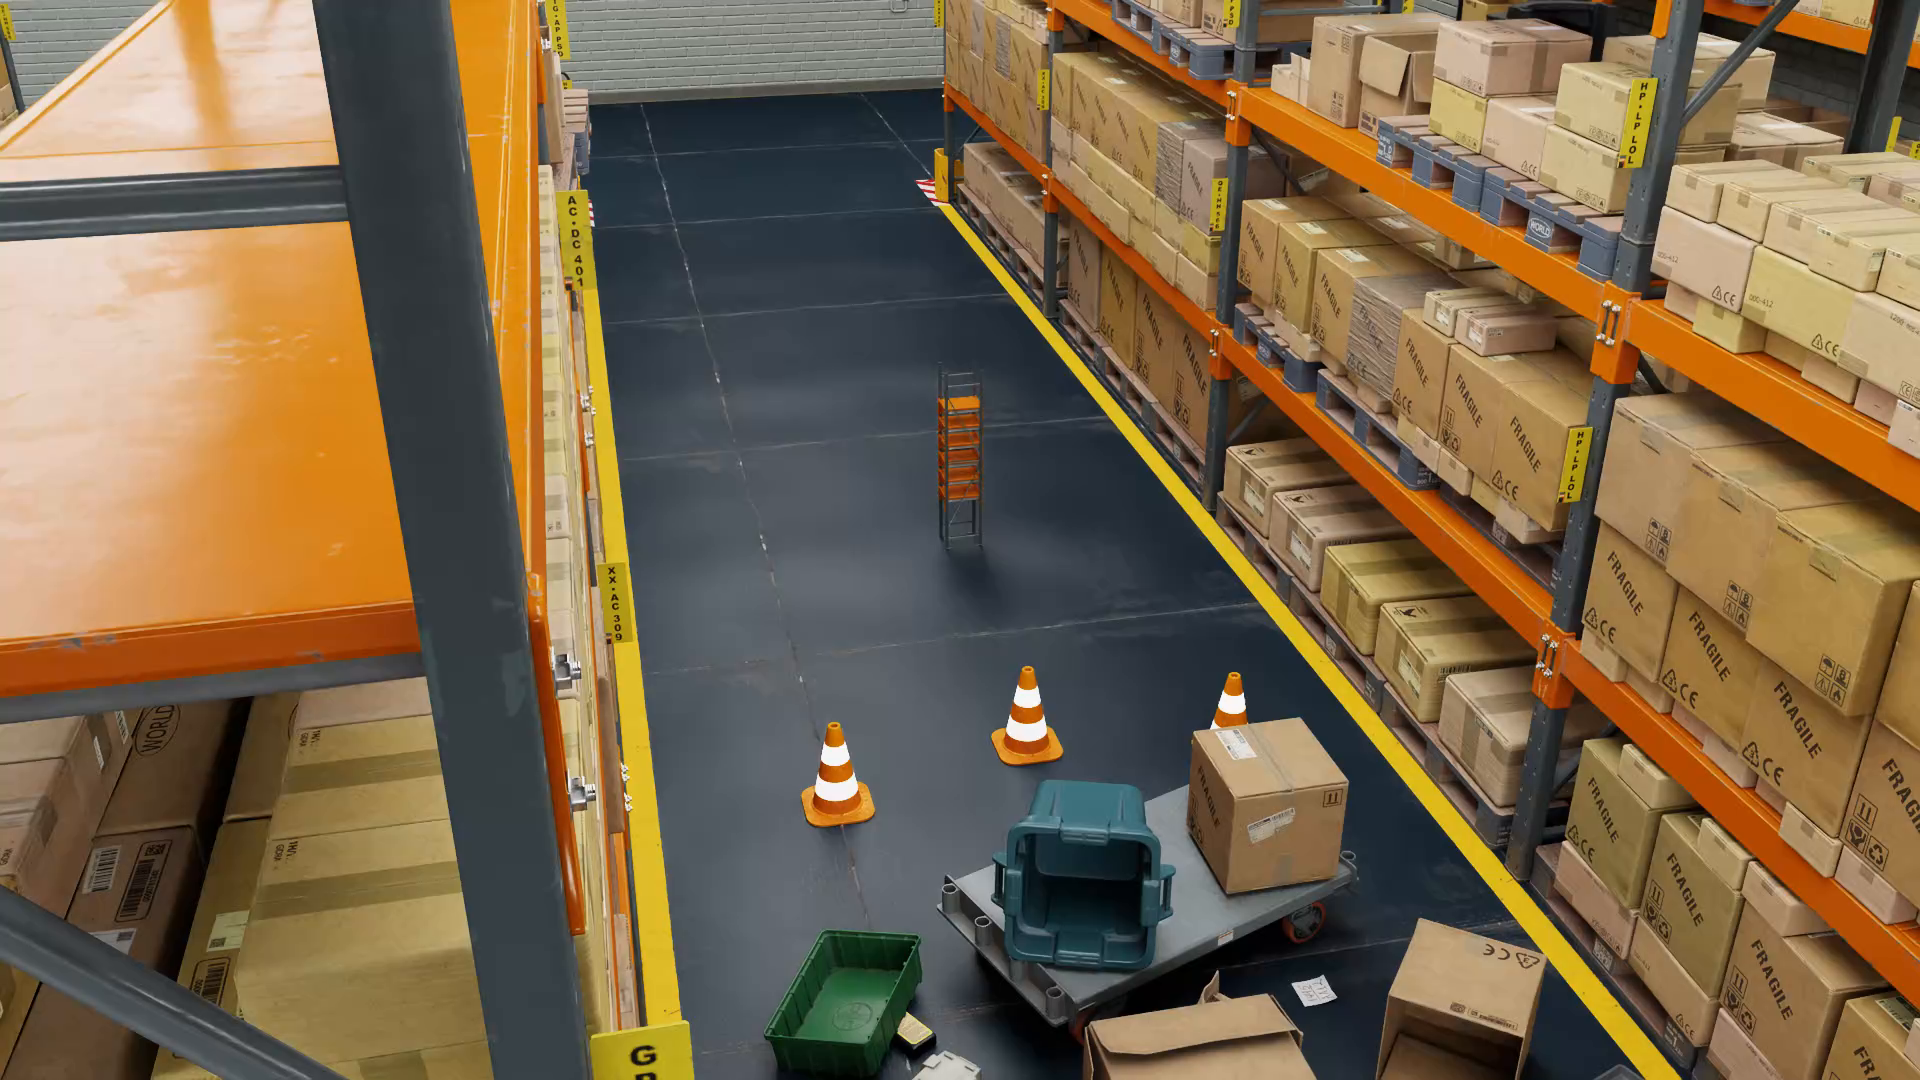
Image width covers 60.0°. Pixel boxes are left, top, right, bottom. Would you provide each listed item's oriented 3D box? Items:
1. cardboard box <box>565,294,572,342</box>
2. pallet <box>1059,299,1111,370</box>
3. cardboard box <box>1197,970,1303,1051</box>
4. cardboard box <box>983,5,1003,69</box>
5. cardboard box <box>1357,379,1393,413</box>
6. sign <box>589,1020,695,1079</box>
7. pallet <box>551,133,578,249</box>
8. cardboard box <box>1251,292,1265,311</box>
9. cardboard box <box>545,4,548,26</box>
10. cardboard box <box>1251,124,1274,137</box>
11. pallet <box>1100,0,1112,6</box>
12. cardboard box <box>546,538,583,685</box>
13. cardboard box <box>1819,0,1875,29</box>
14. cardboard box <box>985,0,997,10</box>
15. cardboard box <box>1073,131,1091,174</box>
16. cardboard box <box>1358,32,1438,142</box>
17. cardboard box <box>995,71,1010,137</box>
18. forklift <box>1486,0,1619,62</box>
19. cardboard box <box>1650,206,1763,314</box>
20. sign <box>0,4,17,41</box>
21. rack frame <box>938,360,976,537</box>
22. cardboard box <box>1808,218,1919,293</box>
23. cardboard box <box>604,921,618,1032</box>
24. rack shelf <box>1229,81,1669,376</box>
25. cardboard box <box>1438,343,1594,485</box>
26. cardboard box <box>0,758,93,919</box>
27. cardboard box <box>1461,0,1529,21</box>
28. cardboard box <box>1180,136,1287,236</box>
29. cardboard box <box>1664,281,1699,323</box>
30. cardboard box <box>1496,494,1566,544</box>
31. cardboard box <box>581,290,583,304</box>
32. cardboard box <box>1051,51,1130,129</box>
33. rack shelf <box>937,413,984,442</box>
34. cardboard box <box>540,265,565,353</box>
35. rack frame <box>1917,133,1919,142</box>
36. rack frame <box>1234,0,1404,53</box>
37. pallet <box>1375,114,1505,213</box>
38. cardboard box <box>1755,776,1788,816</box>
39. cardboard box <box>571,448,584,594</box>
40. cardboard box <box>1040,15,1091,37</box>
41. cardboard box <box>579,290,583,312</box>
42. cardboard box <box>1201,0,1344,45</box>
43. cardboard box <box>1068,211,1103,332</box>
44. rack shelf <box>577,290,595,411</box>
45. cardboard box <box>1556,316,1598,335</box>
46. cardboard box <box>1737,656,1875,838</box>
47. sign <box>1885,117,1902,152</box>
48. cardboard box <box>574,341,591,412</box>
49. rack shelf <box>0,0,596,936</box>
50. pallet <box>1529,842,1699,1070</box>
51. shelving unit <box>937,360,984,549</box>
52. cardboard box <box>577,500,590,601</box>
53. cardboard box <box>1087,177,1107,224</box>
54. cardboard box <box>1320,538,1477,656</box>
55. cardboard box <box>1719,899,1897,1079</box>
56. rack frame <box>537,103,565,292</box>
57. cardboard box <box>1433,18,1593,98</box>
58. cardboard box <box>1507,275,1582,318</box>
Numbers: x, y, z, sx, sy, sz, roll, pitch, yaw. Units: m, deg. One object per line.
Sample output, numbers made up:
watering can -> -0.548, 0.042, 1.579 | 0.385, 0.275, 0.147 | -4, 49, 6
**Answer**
cardboard box -> -1.376, -0.627, 5.036 | 0.380, 0.149, 0.250 | -6, 27, -12
pallet -> 1.475, -1.779, 14.040 | 1.003, 0.211, 1.213 | -6, 27, -12
cardboard box -> 1.123, 1.954, 6.585 | 0.396, 0.266, 0.258 | 19, 32, 32
cardboard box -> 0.517, -4.692, 15.496 | 0.500, 0.500, 0.500 | -6, 27, -11
cardboard box -> 2.338, -0.798, 8.815 | 0.380, 0.149, 0.250 | -5, 27, -10
sign -> -0.326, 0.642, 1.762 | 0.100, 0.325, 0.005 | -6, 27, -12
pallet -> -2.219, -1.538, 7.350 | 1.003, 0.211, 1.213 | -5, 27, -9
cardboard box -> 2.021, -1.512, 10.230 | 0.380, 0.149, 0.250 | -8, 28, -15
cardboard box -> -2.540, -2.713, 9.356 | 0.500, 0.500, 0.500 | -6, 27, -12
cardboard box -> 2.135, -2.548, 11.248 | 0.500, 0.500, 0.500 | -6, 27, -11
pallet -> 1.482, -4.211, 12.647 | 0.805, 0.209, 1.217 | -7, 28, -14
cardboard box -> -0.803, 0.133, 2.645 | 0.380, 0.149, 0.250 | -6, 27, -11
cardboard box -> 6.498, -3.798, 11.783 | 0.500, 0.250, 0.500 | -6, 27, -11
cardboard box -> 0.445, -5.022, 15.431 | 0.380, 0.149, 0.250 | -7, 28, -13
cardboard box -> 1.197, -3.063, 13.101 | 0.500, 0.250, 0.500 | -6, 27, -11
cardboard box -> 2.501, -2.317, 8.568 | 0.797, 0.503, 0.637 | -6, 27, -12
cardboard box -> 0.625, -4.021, 15.277 | 0.500, 0.500, 0.500 | -6, 27, -12
forklift -> 4.323, -2.246, 11.947 | 1.130, 2.935, 3.031 | -6, 27, -12
cardboard box -> 2.863, -1.027, 5.962 | 0.500, 0.250, 0.500 | -7, 28, -13
sign -> -8.797, -4.776, 15.335 | 0.100, 0.325, 0.005 | -6, 27, -12
rack frame -> -0.017, -0.569, 10.547 | 0.240, 1.200, 0.006 | -6, 27, -12
cardboard box -> 2.955, -0.908, 5.285 | 0.380, 0.149, 0.250 | -6, 27, -12
cardboard box -> -0.691, 0.707, 2.394 | 0.380, 0.149, 0.250 | -6, 27, -11
rack shelf -> 2.580, -1.739, 8.335 | 1.077, 0.370, 4.000 | -6, 27, -12
cardboard box -> 2.590, -0.604, 7.712 | 0.500, 0.500, 0.500 | -6, 27, -11
cardboard box -> -1.329, 0.422, 2.072 | 0.380, 0.149, 0.250 | -6, 27, -11
cardboard box -> 5.340, -5.132, 16.593 | 0.500, 0.500, 0.500 | -5, 27, -10
cardboard box -> 1.758, -2.290, 10.737 | 0.500, 0.500, 0.500 | -7, 28, -13
cardboard box -> 2.860, -0.906, 6.166 | 0.380, 0.149, 0.250 | -6, 27, -12
cardboard box -> 2.646, -0.116, 7.463 | 0.380, 0.149, 0.250 | -6, 27, -11
cardboard box -> -3.342, -2.047, 13.844 | 0.380, 0.149, 0.250 | -5, 27, -9
cardboard box -> 1.047, -3.623, 13.379 | 0.500, 0.500, 0.500 | -6, 27, -11
rack shelf -> 0.003, -0.704, 10.379 | 0.258, 0.103, 0.180 | -6, 27, -12
cardboard box -> -1.147, -0.538, 3.974 | 0.380, 0.149, 0.250 | -6, 27, -11
rack frame -> 6.964, -2.104, 11.590 | 1.000, 3.000, 0.127 | -6, 27, -12
rack frame -> 2.129, -4.277, 9.236 | 1.000, 3.000, 0.127 | -6, 27, -12
pallet -> 2.759, -1.835, 7.935 | 1.213, 0.211, 1.003 | -6, 27, -12
cardboard box -> 3.099, 0.886, 5.945 | 0.380, 0.149, 0.250 | -6, 27, -12
cardboard box -> -1.069, -0.079, 3.508 | 0.500, 0.250, 0.500 | -6, 27, -12
cardboard box -> 0.895, -4.365, 14.128 | 0.380, 0.149, 0.250 | -5, 27, -10
cardboard box -> -3.158, -1.913, 12.686 | 0.500, 0.250, 0.500 | -7, 28, -13
cardboard box -> 1.897, -3.321, 10.092 | 0.797, 0.503, 0.637 | -8, 28, -15
cardboard box -> 1.445, -2.329, 13.928 | 0.875, 0.875, 0.875 | -5, 27, -10
rack shelf -> -3.121, -1.608, 11.406 | 1.077, 0.370, 4.000 | -6, 27, -12
cardboard box -> 2.993, -0.881, 8.259 | 0.500, 0.500, 0.500 | -6, 27, -12
cardboard box -> 3.095, 0.641, 5.710 | 0.500, 0.500, 0.500 | -6, 27, -12
sign -> 3.558, -1.471, 6.433 | 0.100, 0.325, 0.005 | -6, 27, -12
cardboard box -> -2.197, -0.707, 8.710 | 0.500, 0.500, 0.500 | -6, 27, -12
rack shelf -> -1.319, -0.596, 3.186 | 1.077, 0.370, 4.000 | -6, 27, -12
pallet -> 3.216, 1.694, 7.160 | 1.003, 0.211, 1.213 | -6, 27, -12
shelving unit -> 0.003, -0.529, 10.467 | 0.258, 1.200, 0.189 | -6, 27, -12
cardboard box -> -1.031, 0.043, 3.709 | 0.380, 0.149, 0.250 | -6, 27, -12
cardboard box -> 1.288, -2.614, 12.767 | 0.500, 0.250, 0.500 | -6, 27, -12
cardboard box -> 2.586, 0.293, 9.291 | 0.950, 0.372, 0.625 | -5, 27, -10
cardboard box -> 3.148, 1.611, 5.983 | 0.500, 0.500, 0.500 | -5, 27, -9
rack frame -> -1.769, -1.974, 4.674 | 1.000, 3.000, 0.127 | -6, 27, -12
cardboard box -> 2.524, -2.213, 7.621 | 0.500, 0.250, 0.500 | -6, 27, -11
cardboard box -> 2.924, -1.206, 8.183 | 0.380, 0.149, 0.250 | -4, 27, -9
